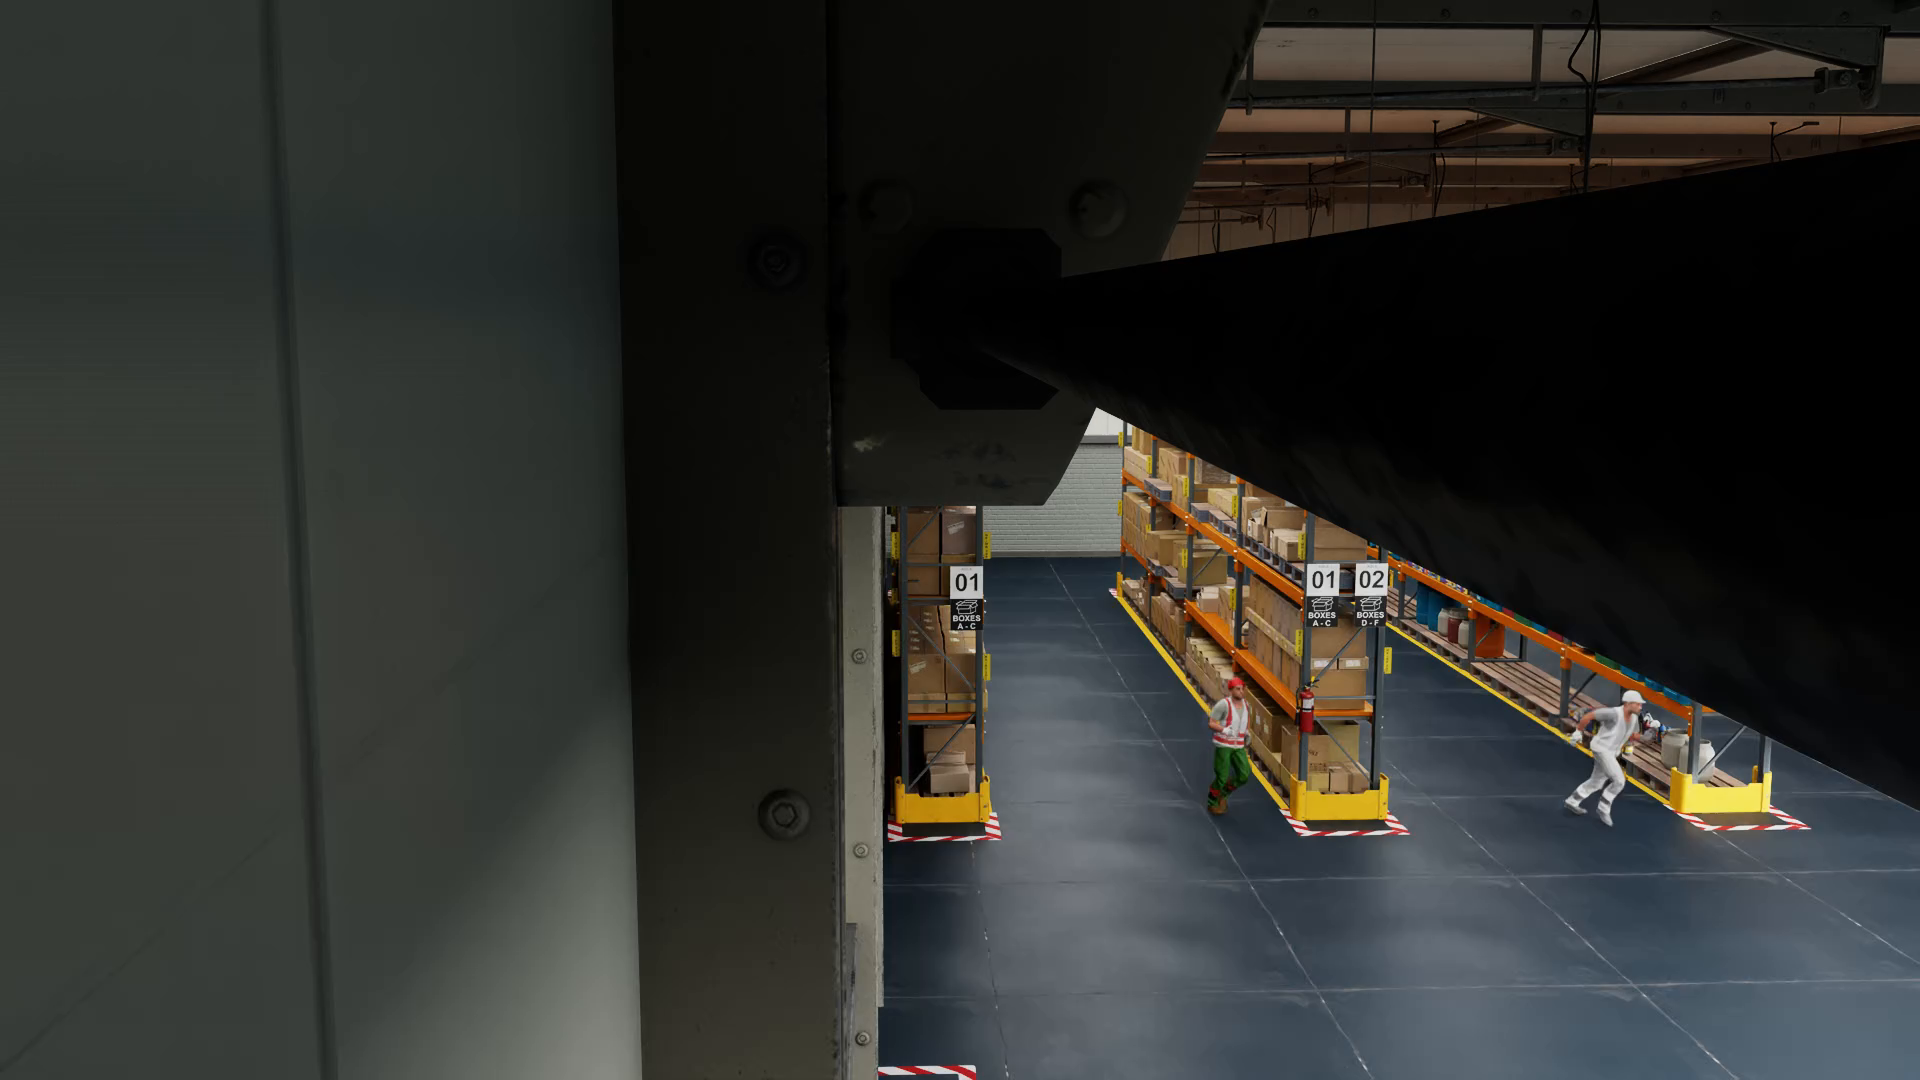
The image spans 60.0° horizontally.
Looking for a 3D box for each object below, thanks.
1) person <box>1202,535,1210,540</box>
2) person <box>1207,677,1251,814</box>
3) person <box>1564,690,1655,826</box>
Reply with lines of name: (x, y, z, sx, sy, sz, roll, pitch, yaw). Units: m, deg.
person: (5.631, 0.351, 36.893, 0.525, 1.566, 0.888, -2, 8, -12)
person: (3.421, 2.570, 20.665, 0.672, 1.736, 0.608, -3, 9, -23)
person: (7.989, 2.632, 20.433, 0.663, 1.655, 1.019, -7, 10, -39)
